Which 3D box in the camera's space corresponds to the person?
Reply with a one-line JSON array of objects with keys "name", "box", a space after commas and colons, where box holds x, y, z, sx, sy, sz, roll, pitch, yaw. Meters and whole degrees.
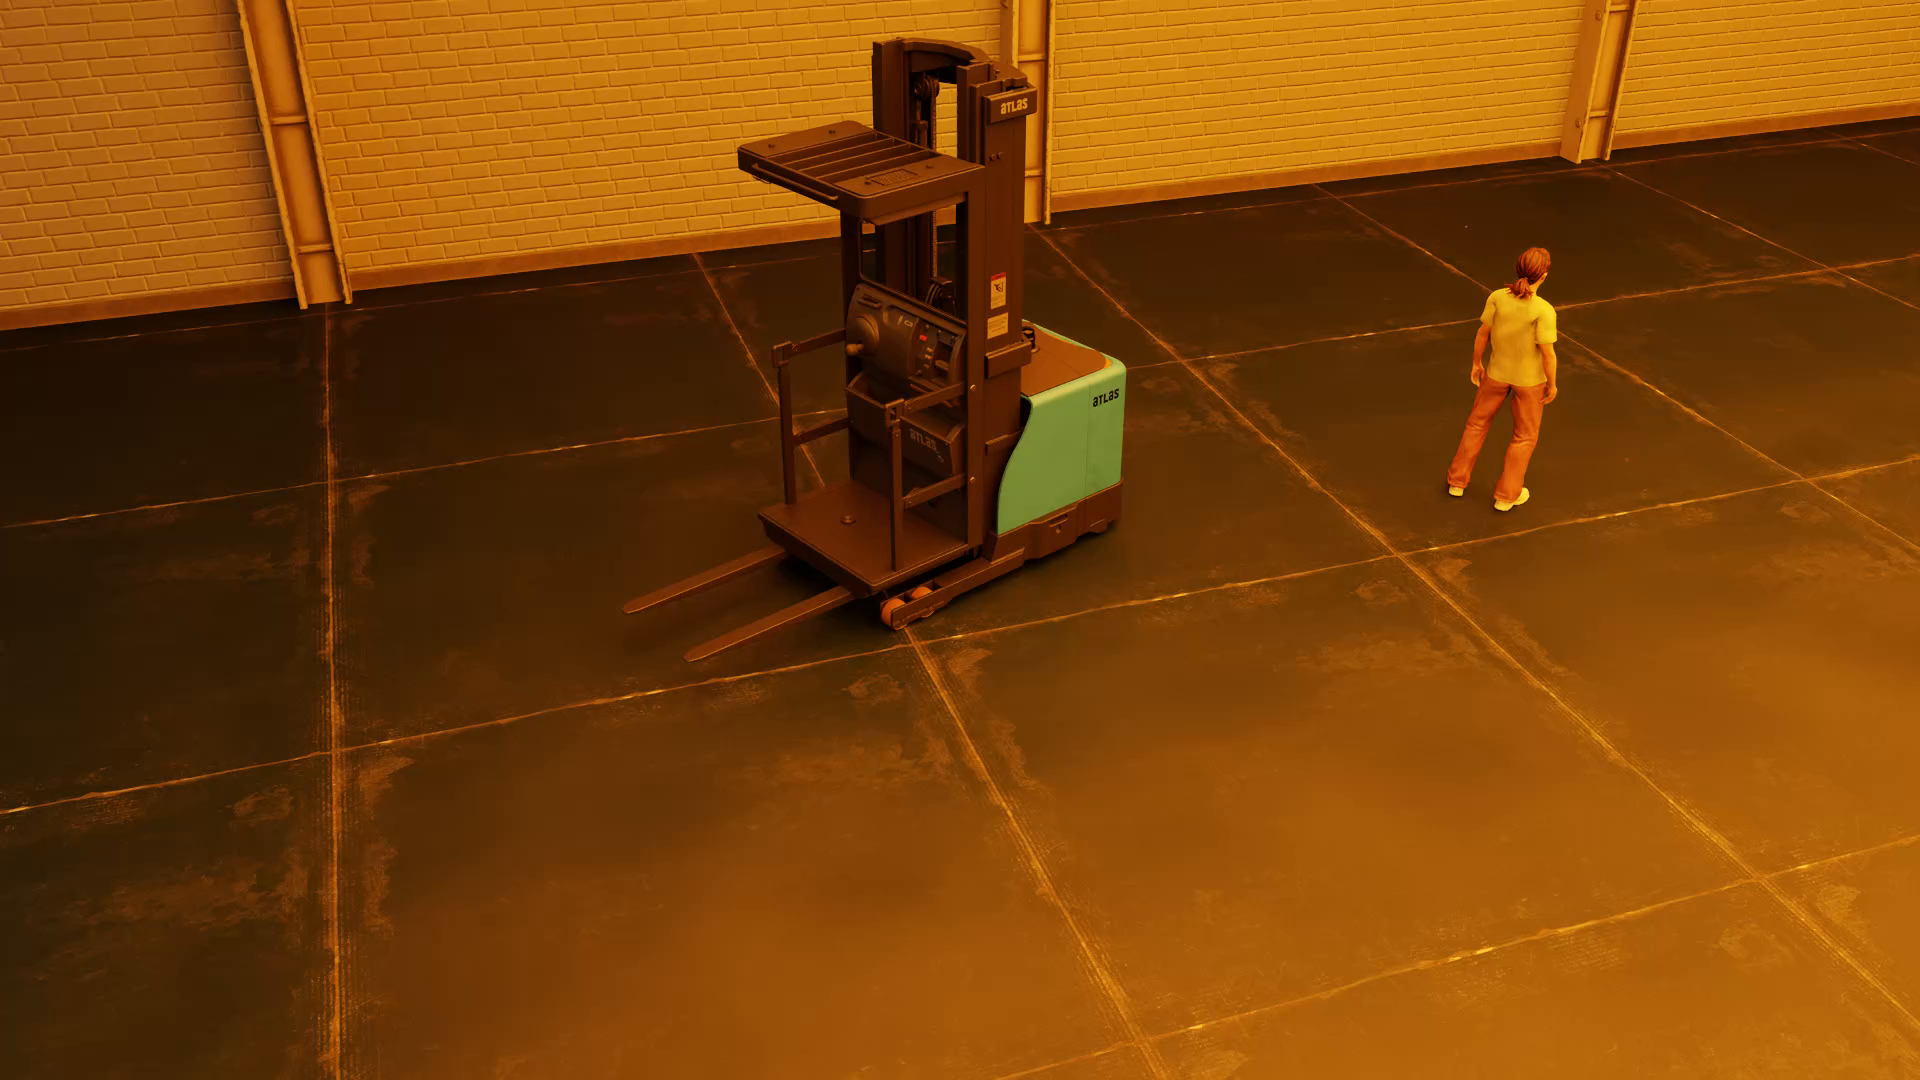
[{"name": "person", "box": [3.312, -0.981, 10.054, 0.593, 1.674, 0.400, 20, 36, 31]}]

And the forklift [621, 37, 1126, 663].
[{"name": "forklift", "box": [-0.461, -1.072, 8.951, 3.031, 2.935, 1.130, -23, 37, -34]}]
